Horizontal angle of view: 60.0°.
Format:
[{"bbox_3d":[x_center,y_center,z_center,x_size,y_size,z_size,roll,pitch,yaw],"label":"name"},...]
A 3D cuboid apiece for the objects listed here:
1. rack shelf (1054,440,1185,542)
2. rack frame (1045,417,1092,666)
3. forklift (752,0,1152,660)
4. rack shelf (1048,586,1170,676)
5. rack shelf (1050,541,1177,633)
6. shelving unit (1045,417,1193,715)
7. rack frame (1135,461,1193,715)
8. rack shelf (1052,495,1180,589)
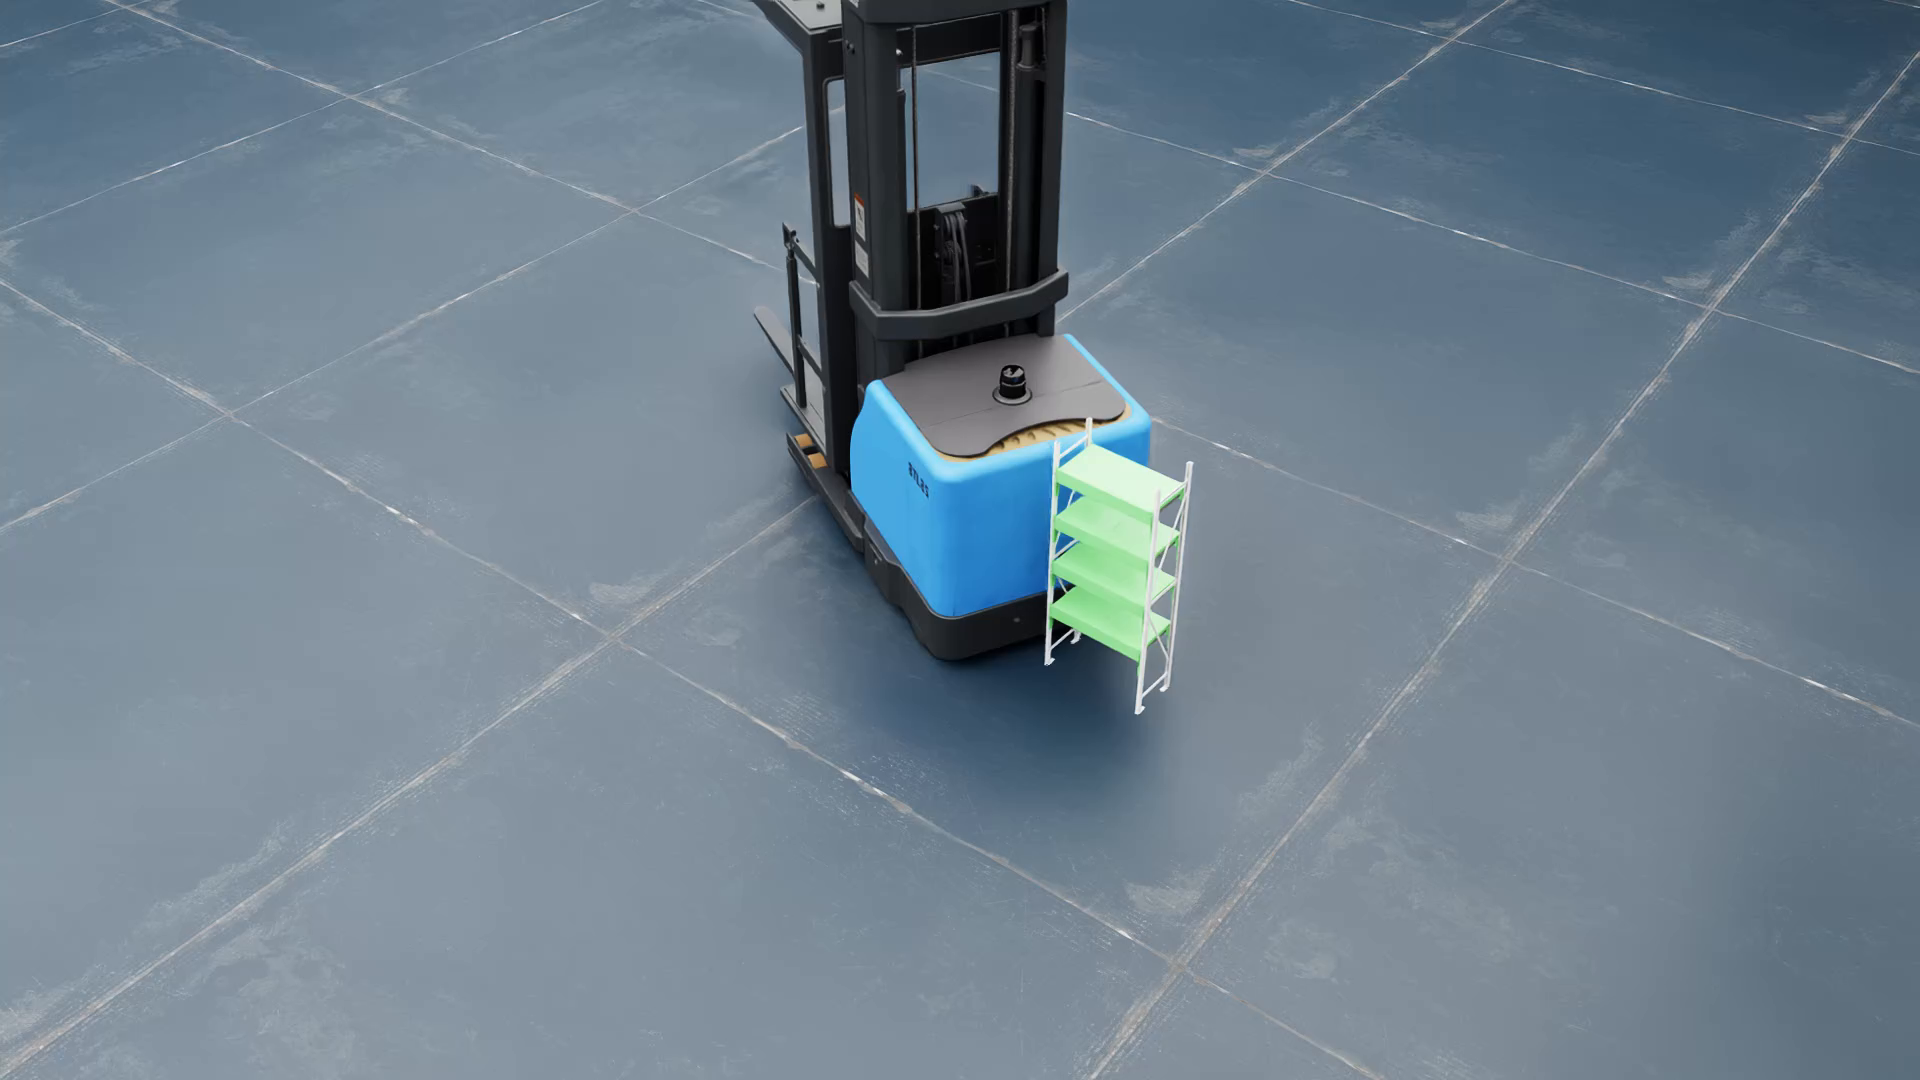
[{"bbox_3d":[0.647,-0.202,6.720,0.480,0.148,0.258,27,45,30],"label":"rack shelf"},{"bbox_3d":[0.459,0.030,7.099,0.015,1.200,0.240,27,45,30],"label":"rack frame"},{"bbox_3d":[-0.238,-1.530,7.688,1.130,2.935,3.031,-16,41,-19],"label":"forklift"},{"bbox_3d":[0.647,0.365,7.164,0.480,0.148,0.258,27,45,30],"label":"rack shelf"},{"bbox_3d":[0.647,0.176,7.016,0.480,0.148,0.258,27,45,30],"label":"rack shelf"},{"bbox_3d":[0.647,0.126,6.977,0.503,1.200,0.258,27,45,30],"label":"shelving unit"},{"bbox_3d":[0.836,0.221,6.855,0.015,1.200,0.240,27,45,30],"label":"rack frame"},{"bbox_3d":[0.647,-0.013,6.868,0.480,0.148,0.258,27,45,30],"label":"rack shelf"}]
